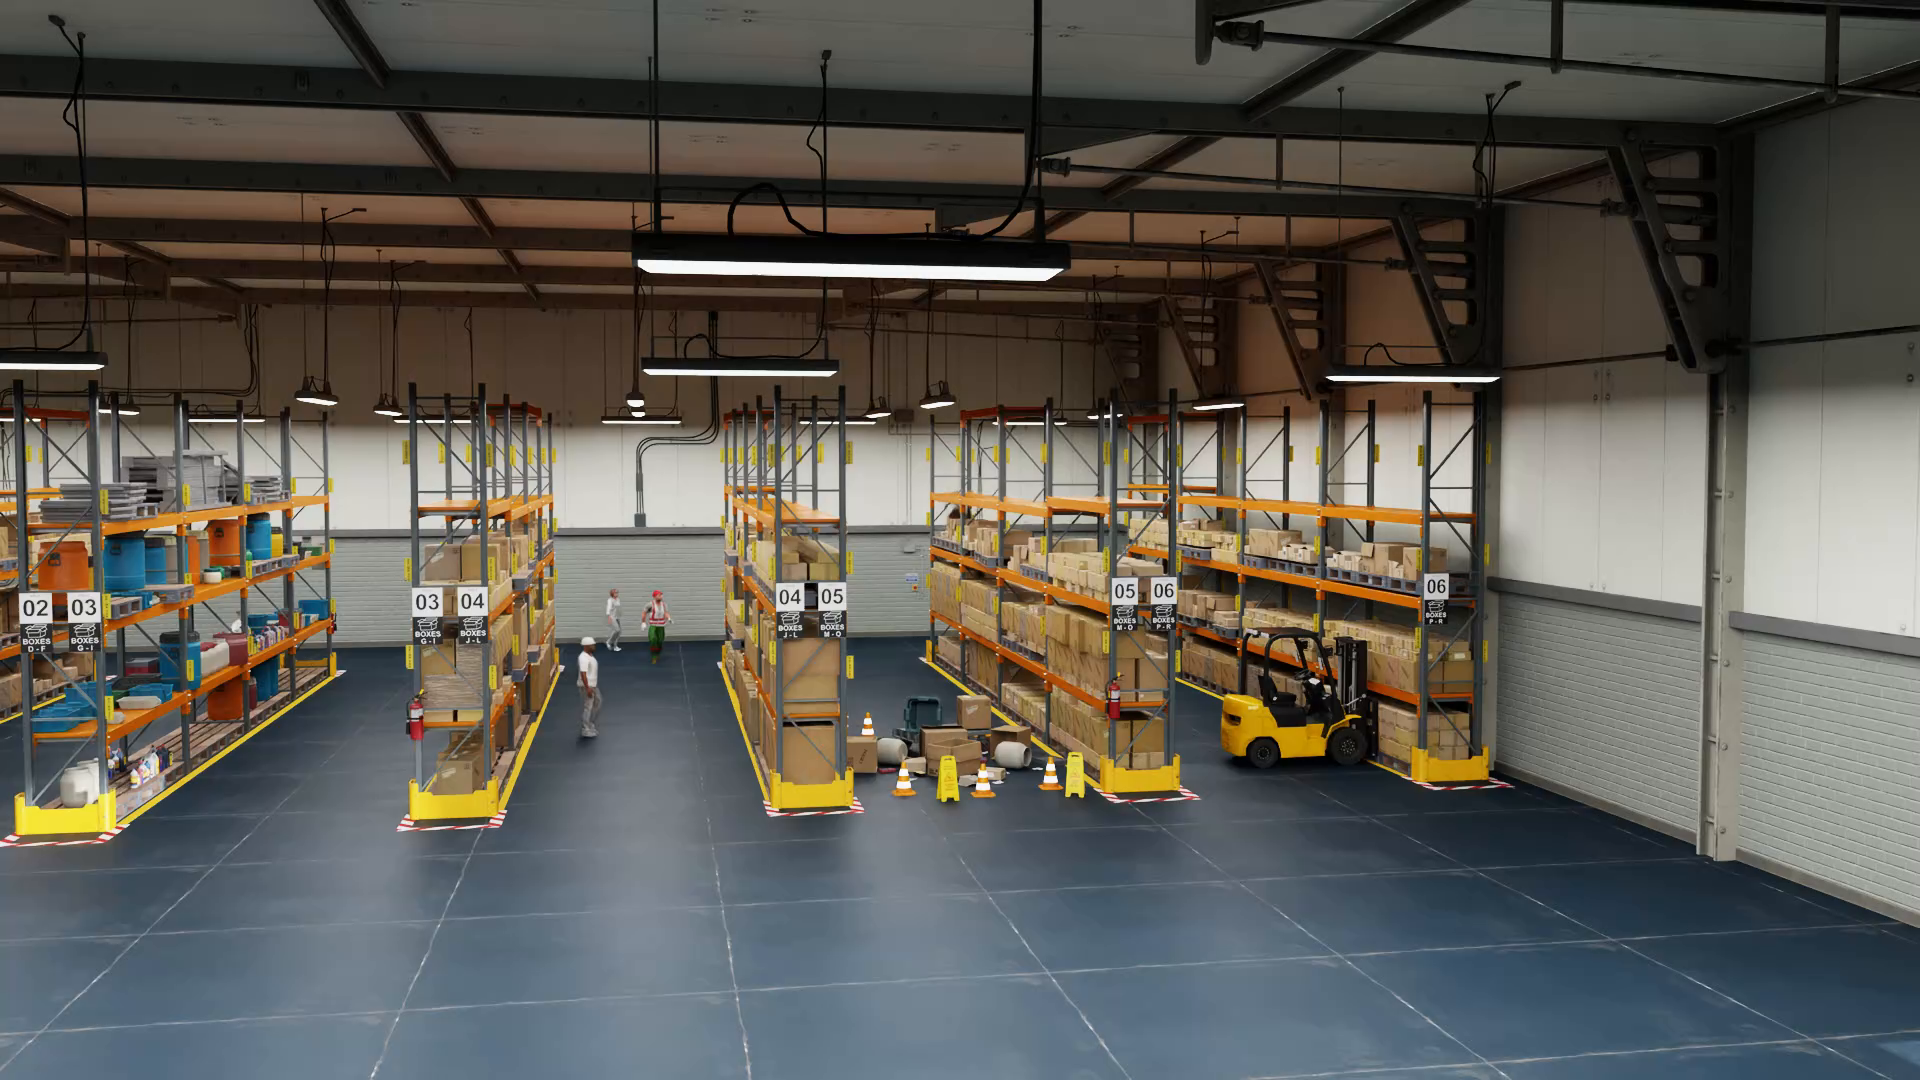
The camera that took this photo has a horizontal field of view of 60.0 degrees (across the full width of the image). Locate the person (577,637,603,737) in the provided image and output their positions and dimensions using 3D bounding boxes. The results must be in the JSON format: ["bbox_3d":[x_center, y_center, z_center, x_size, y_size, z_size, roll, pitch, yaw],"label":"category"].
[{"bbox_3d":[-6.637,2.642,29.710,0.408,1.808,0.650,0,3,8],"label":"person"}]

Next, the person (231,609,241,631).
[{"bbox_3d":[-15.324,2.362,35.600,0.418,1.842,0.630,2,4,35],"label":"person"}]

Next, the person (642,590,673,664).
[{"bbox_3d":[-7.350,2.118,40.404,0.761,1.813,0.877,-1,3,-10],"label":"person"}]

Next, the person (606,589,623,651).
[{"bbox_3d":[-8.792,2.035,42.452,0.428,1.596,0.443,1,3,27],"label":"person"}]
